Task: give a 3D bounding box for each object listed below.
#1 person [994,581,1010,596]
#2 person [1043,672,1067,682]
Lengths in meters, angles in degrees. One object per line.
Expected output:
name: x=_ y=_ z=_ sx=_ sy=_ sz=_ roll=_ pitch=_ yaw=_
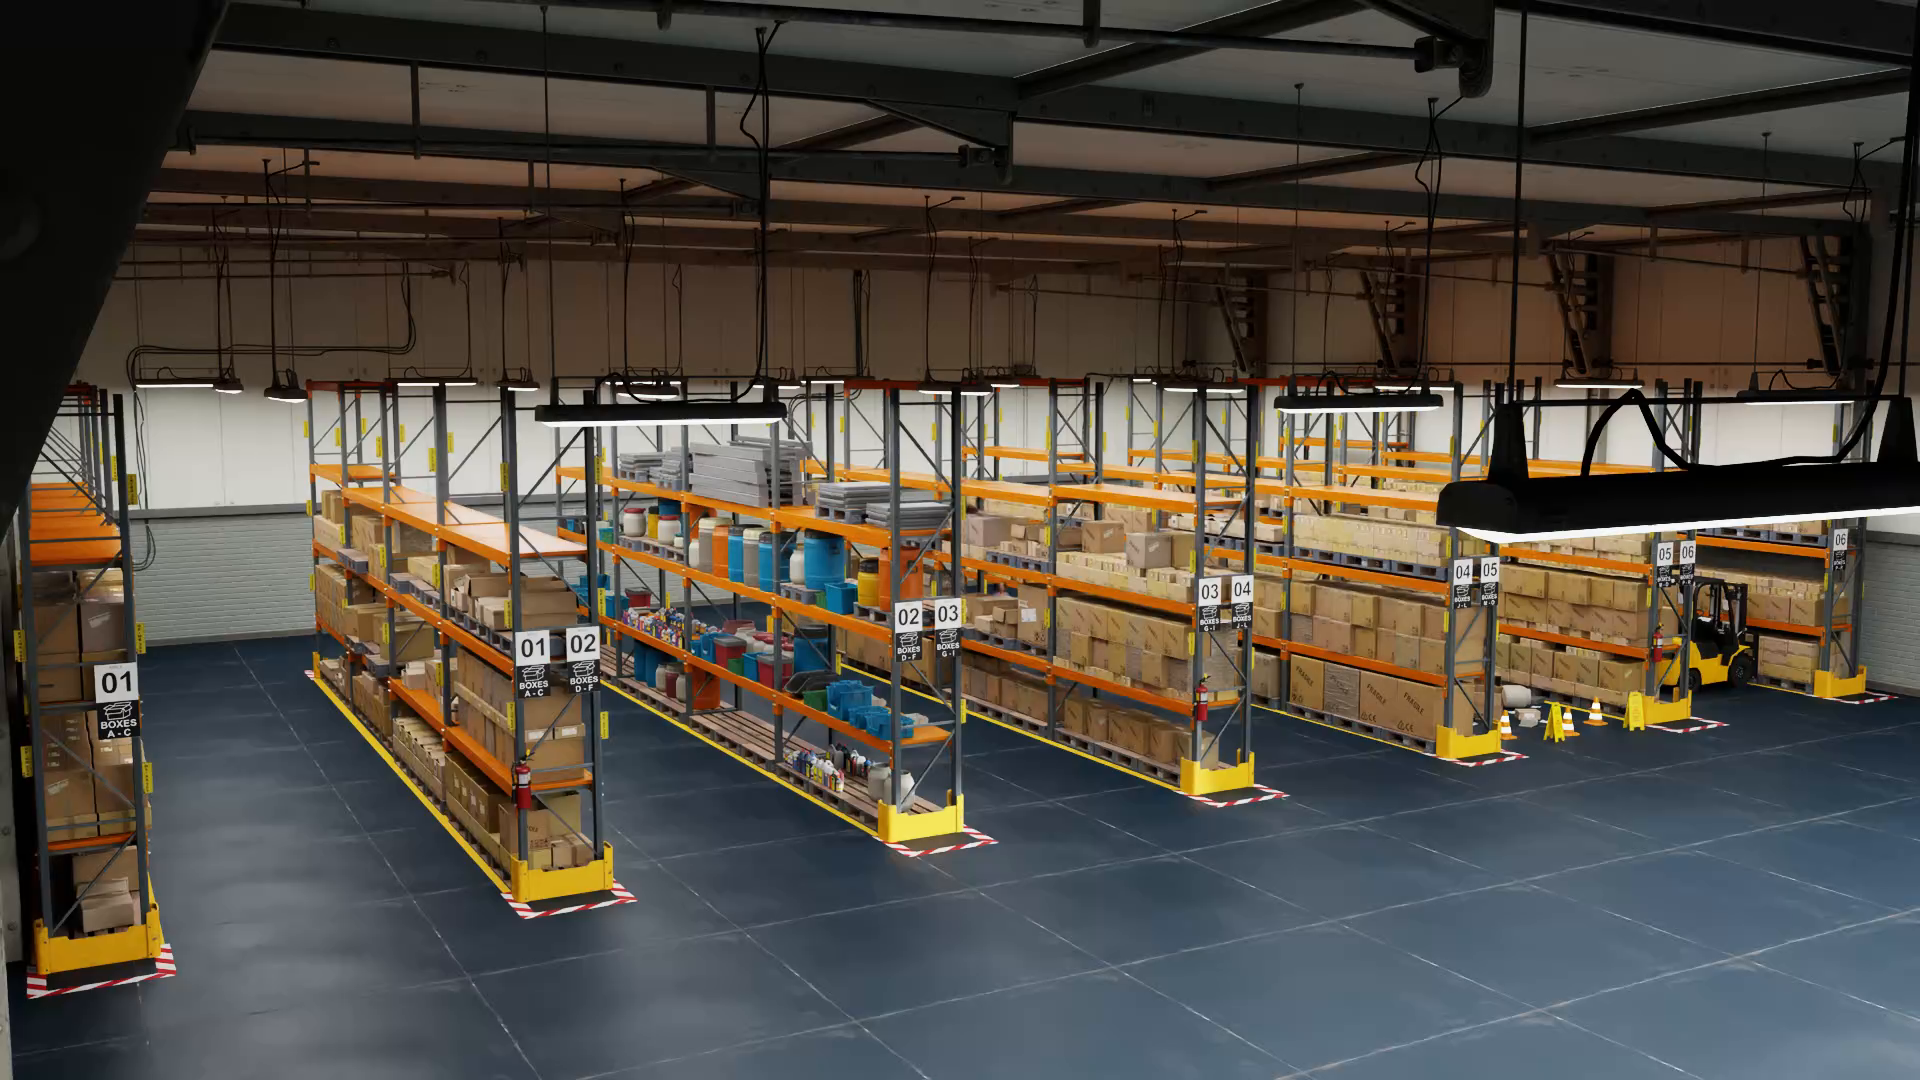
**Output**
person: x=0.898 y=1.687 z=36.195 sx=0.428 sy=1.586 sz=0.479 roll=-4 pitch=7 yaw=-33
person: x=1.875 y=1.863 z=32.427 sx=0.550 sy=1.749 sz=0.439 roll=2 pitch=6 yaw=20
